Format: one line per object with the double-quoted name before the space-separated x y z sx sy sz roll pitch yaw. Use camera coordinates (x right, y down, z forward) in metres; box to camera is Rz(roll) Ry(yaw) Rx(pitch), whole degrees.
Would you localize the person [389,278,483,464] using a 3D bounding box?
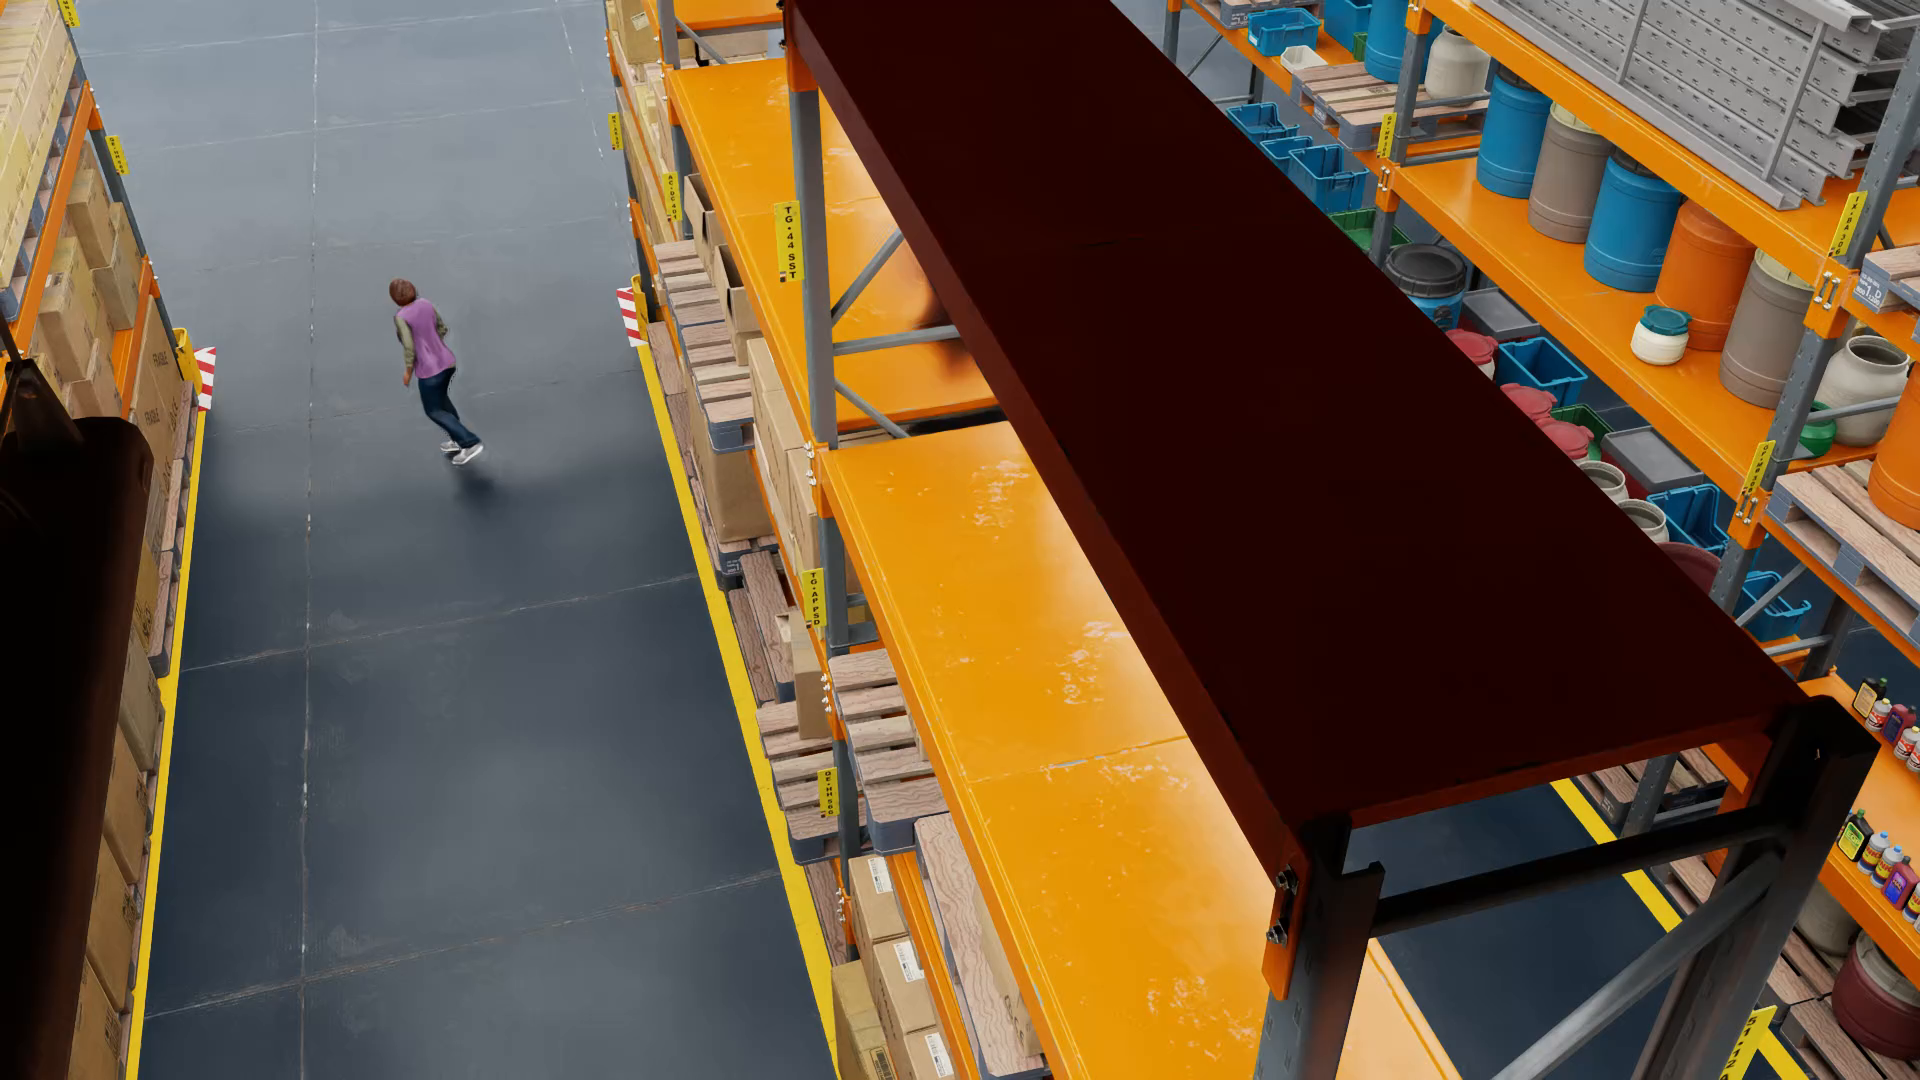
"person" -4.161 -1.354 13.321 0.713 1.525 0.519 16 41 19
